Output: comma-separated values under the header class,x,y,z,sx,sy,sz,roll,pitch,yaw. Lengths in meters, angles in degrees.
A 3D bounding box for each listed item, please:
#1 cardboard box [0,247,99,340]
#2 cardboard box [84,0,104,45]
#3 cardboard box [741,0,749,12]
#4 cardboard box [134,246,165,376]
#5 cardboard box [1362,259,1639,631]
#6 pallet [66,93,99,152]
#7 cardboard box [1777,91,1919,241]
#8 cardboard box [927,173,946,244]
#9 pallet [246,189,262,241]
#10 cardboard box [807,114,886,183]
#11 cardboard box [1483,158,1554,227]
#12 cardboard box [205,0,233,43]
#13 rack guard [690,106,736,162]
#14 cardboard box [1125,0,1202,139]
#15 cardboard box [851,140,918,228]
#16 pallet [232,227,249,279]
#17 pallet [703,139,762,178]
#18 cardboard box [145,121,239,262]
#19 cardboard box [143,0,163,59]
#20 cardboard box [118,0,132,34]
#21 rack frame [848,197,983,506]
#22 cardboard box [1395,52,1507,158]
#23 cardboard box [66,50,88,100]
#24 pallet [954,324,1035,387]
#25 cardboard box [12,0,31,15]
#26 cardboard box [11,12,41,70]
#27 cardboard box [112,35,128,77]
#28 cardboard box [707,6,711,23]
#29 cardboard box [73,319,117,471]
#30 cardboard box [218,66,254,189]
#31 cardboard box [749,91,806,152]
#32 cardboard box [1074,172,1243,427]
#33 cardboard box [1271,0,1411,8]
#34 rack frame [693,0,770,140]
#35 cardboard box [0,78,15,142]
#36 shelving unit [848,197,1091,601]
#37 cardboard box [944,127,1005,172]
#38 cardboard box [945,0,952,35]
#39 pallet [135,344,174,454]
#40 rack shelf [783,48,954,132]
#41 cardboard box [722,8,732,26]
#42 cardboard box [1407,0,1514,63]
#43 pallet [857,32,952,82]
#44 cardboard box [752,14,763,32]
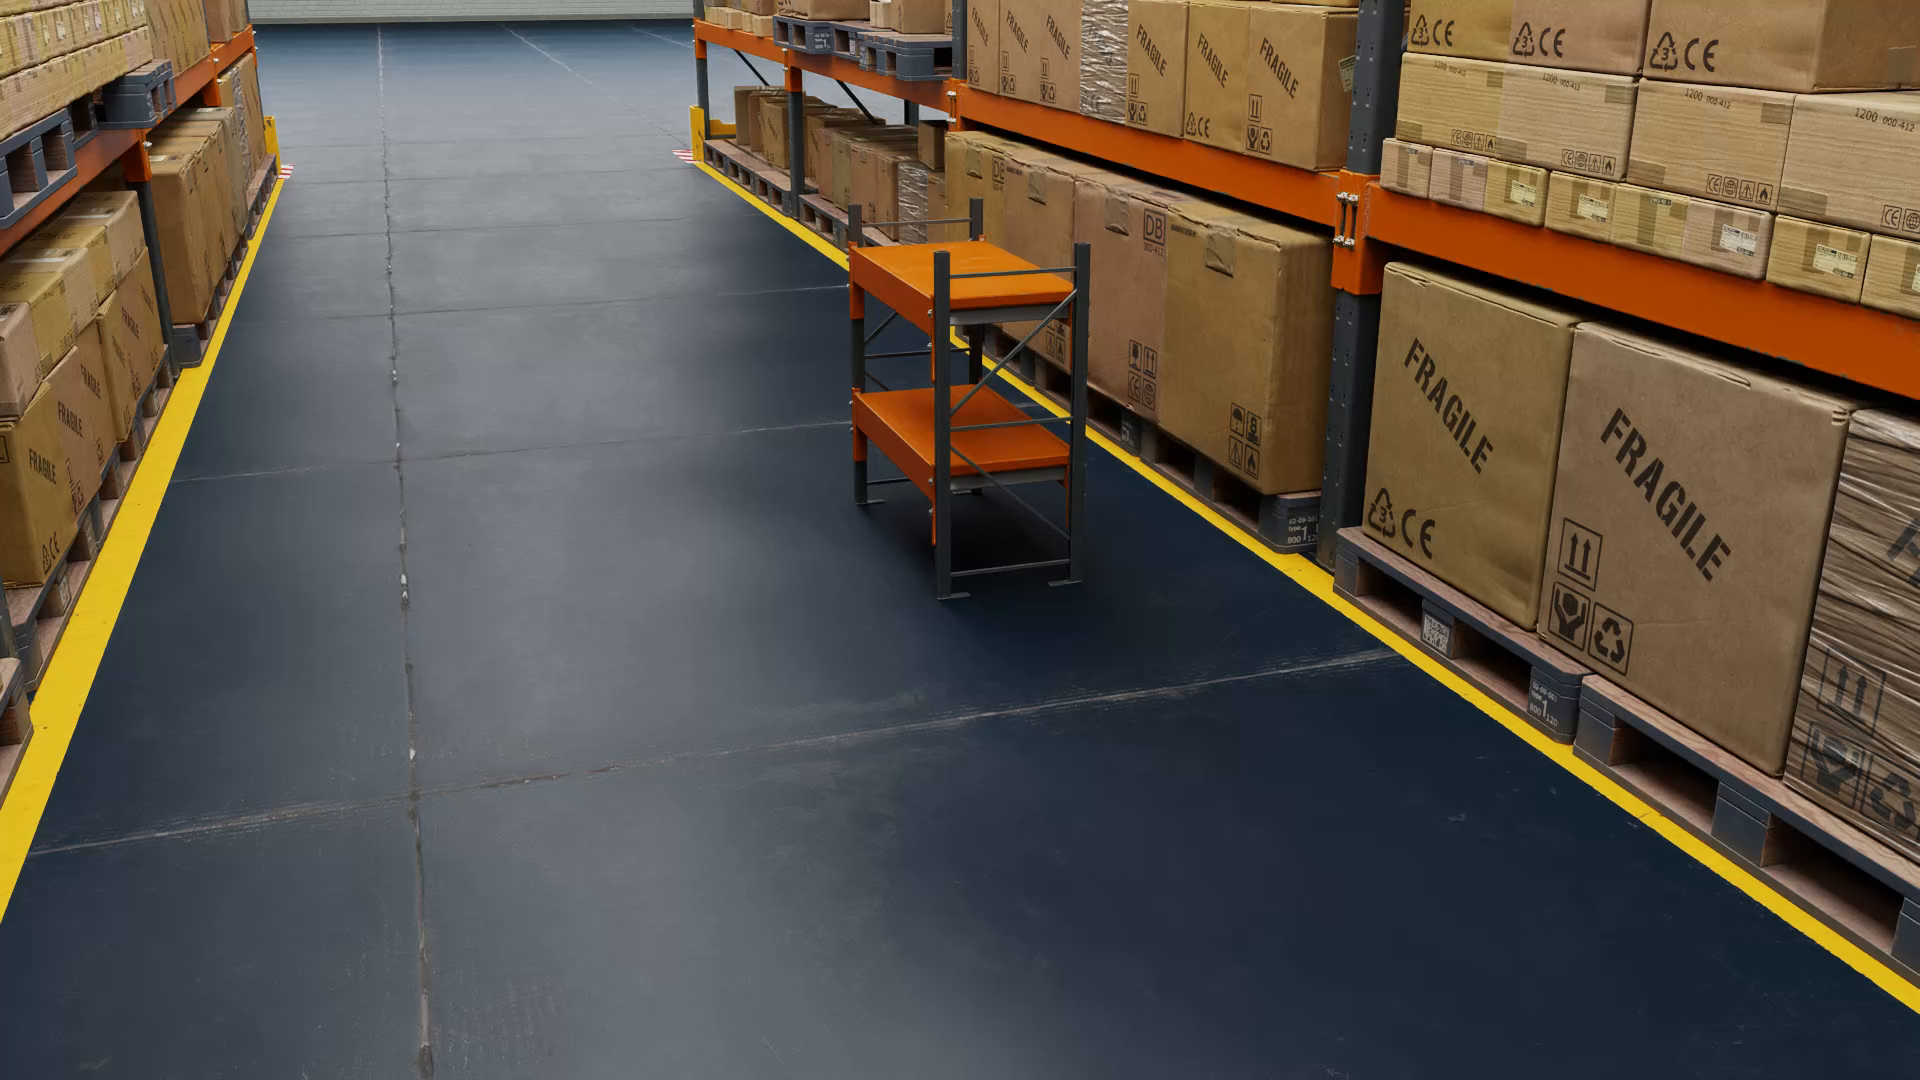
class,x,y,z,sx,sy,sz,roll,pitch,yaw
cardboard box,-3.339,-0.843,5.793,0.500,0.250,0.500,-6,20,-15
cardboard box,-3.294,-1.848,5.934,0.380,0.149,0.250,-6,21,-16
cardboard box,-1.383,-4.747,14.108,0.875,0.500,0.500,-6,21,-17
cardboard box,-3.834,-0.990,7.313,0.500,0.500,0.500,-6,21,-17
cardboard box,1.840,-0.341,4.950,0.875,0.875,0.875,-6,21,-17
pallet,-3.628,-1.431,5.748,1.003,0.211,1.213,-6,21,-17
cardboard box,2.075,-0.769,3.403,0.500,0.250,0.500,-6,21,-17
cardboard box,0.222,-1.890,9.789,0.700,0.500,0.500,-8,21,-20
pallet,-5.711,-2.376,12.219,1.003,0.211,1.213,-6,21,-17
cardboard box,-0.894,-3.084,13.143,0.500,0.500,0.500,-7,21,-19
cardboard box,1.652,-0.946,4.485,0.380,0.149,0.250,-6,21,-15
cardboard box,-5.926,-3.984,12.348,0.875,0.550,0.550,-6,21,-17
rack guard,-2.039,-4.013,16.351,1.175,0.500,0.348,-6,21,-17
cardboard box,0.982,-1.858,6.504,0.500,0.500,0.500,-7,21,-18
cardboard box,-0.325,-2.427,11.284,0.700,0.500,0.500,-8,21,-22
pallet,-5.232,-1.884,10.850,1.003,0.211,1.213,-6,21,-17
pallet,-1.818,-3.613,15.663,1.003,0.211,1.213,-6,21,-17
cardboard box,-4.966,-2.075,9.964,1.050,0.750,0.750,-6,21,-17
cardboard box,-4.337,-2.535,8.389,0.500,0.500,0.500,-7,21,-18
cardboard box,-3.531,-2.092,6.614,0.380,0.149,0.250,-6,21,-16
rack frame,-0.158,-0.690,6.174,0.500,1.125,0.032,-6,21,-17
cardboard box,1.607,-1.254,4.753,0.500,0.250,0.500,-7,21,-18
cardboard box,-3.135,-1.542,5.522,0.380,0.149,0.250,-7,21,-18
pallet,0.627,-1.074,8.593,1.003,0.211,1.213,-6,21,-17
cardboard box,-2.891,-1.575,4.734,0.380,0.149,0.250,-6,21,-17
cardboard box,-2.884,-1.429,4.769,0.380,0.149,0.250,-6,21,-16
cardboard box,-3.465,-1.880,6.463,0.380,0.149,0.250,-7,21,-18
cardboard box,-2.140,-4.897,15.484,0.380,0.149,0.250,-6,21,-17
cardboard box,-3.358,-0.492,5.924,0.500,0.500,0.500,-6,21,-16
cardboard box,-5.965,-3.132,12.720,0.875,0.875,0.875,-6,21,-17
cardboard box,-1.663,-3.845,15.261,0.500,0.500,0.500,-1,20,-3
cardboard box,1.207,-1.051,6.927,1.225,0.875,0.875,-7,21,-19
cardboard box,1.500,-2.087,5.657,0.797,0.503,0.637,-7,21,-19
rack frame,-2.063,-5.214,15.996,1.000,3.000,0.127,-6,21,-17
cardboard box,-2.719,-1.123,4.357,0.380,0.149,0.250,-7,21,-20
shelving unit,0.002,-0.527,5.720,0.538,1.125,1.048,-6,21,-17
cardboard box,0.212,-2.242,9.660,0.500,0.250,0.500,-6,20,-15
cardboard box,0.243,-3.061,9.231,0.500,0.500,0.500,-9,22,-24
pallet,-4.045,-0.589,7.244,1.003,0.211,1.213,-6,21,-17
rack shelf,-0.178,-2.950,10.757,1.077,0.370,4.000,-6,21,-17
cardboard box,-1.905,-4.656,14.814,0.380,0.149,0.250,-6,21,-17
cardboard box,1.616,-1.605,4.620,0.500,0.500,0.500,-6,21,-17
pallet,0.126,-2.774,9.486,1.213,0.211,1.003,-6,21,-17
cardboard box,-1.499,-4.257,13.701,0.380,0.149,0.250,-6,21,-17
